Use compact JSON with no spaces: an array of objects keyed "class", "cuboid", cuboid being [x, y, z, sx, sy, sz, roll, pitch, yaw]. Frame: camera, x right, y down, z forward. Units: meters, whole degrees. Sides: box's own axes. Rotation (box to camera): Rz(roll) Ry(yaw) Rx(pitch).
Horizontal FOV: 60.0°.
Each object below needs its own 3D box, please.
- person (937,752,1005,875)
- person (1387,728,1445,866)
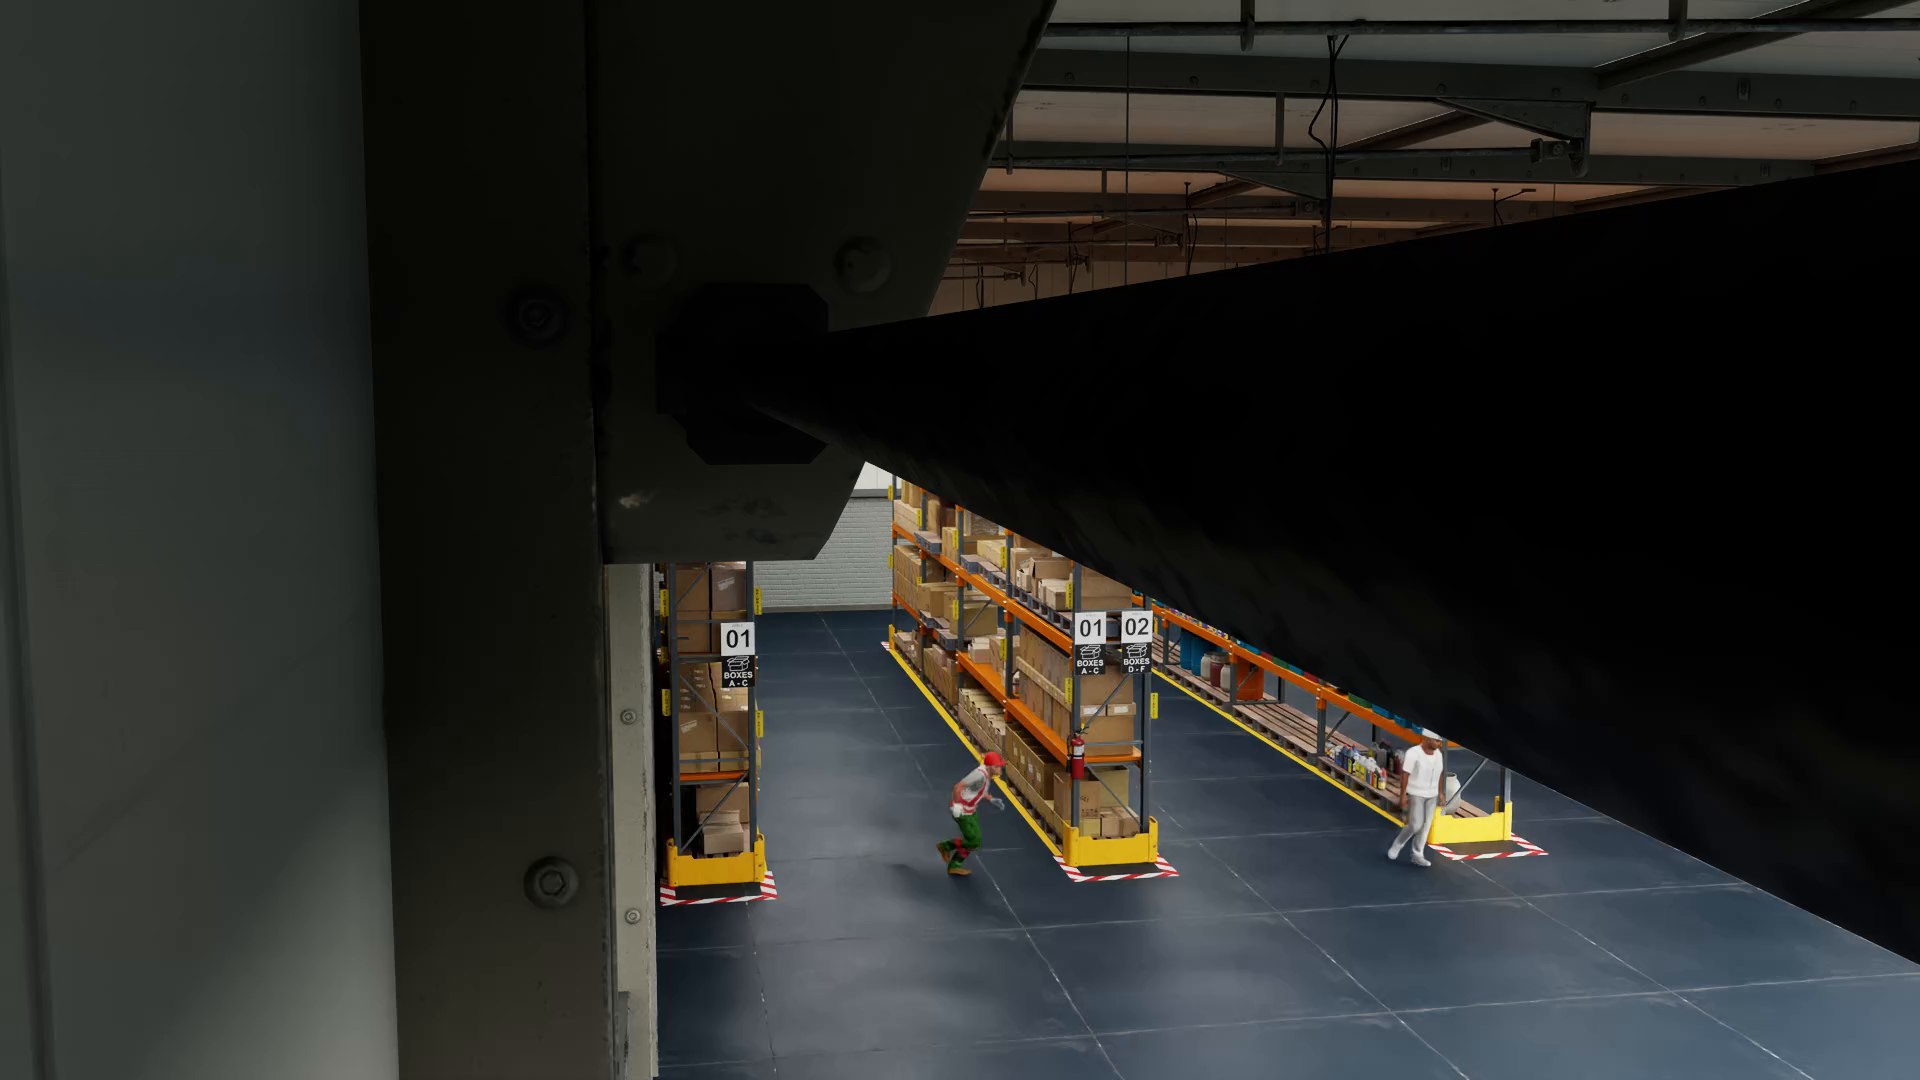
[{"class":"person","cuboid":[0.126,3.357,20.348,0.883,1.581,0.688,2,7,20]},{"class":"person","cuboid":[5.749,3.191,20.876,0.692,1.763,0.500,-3,7,-26]}]
